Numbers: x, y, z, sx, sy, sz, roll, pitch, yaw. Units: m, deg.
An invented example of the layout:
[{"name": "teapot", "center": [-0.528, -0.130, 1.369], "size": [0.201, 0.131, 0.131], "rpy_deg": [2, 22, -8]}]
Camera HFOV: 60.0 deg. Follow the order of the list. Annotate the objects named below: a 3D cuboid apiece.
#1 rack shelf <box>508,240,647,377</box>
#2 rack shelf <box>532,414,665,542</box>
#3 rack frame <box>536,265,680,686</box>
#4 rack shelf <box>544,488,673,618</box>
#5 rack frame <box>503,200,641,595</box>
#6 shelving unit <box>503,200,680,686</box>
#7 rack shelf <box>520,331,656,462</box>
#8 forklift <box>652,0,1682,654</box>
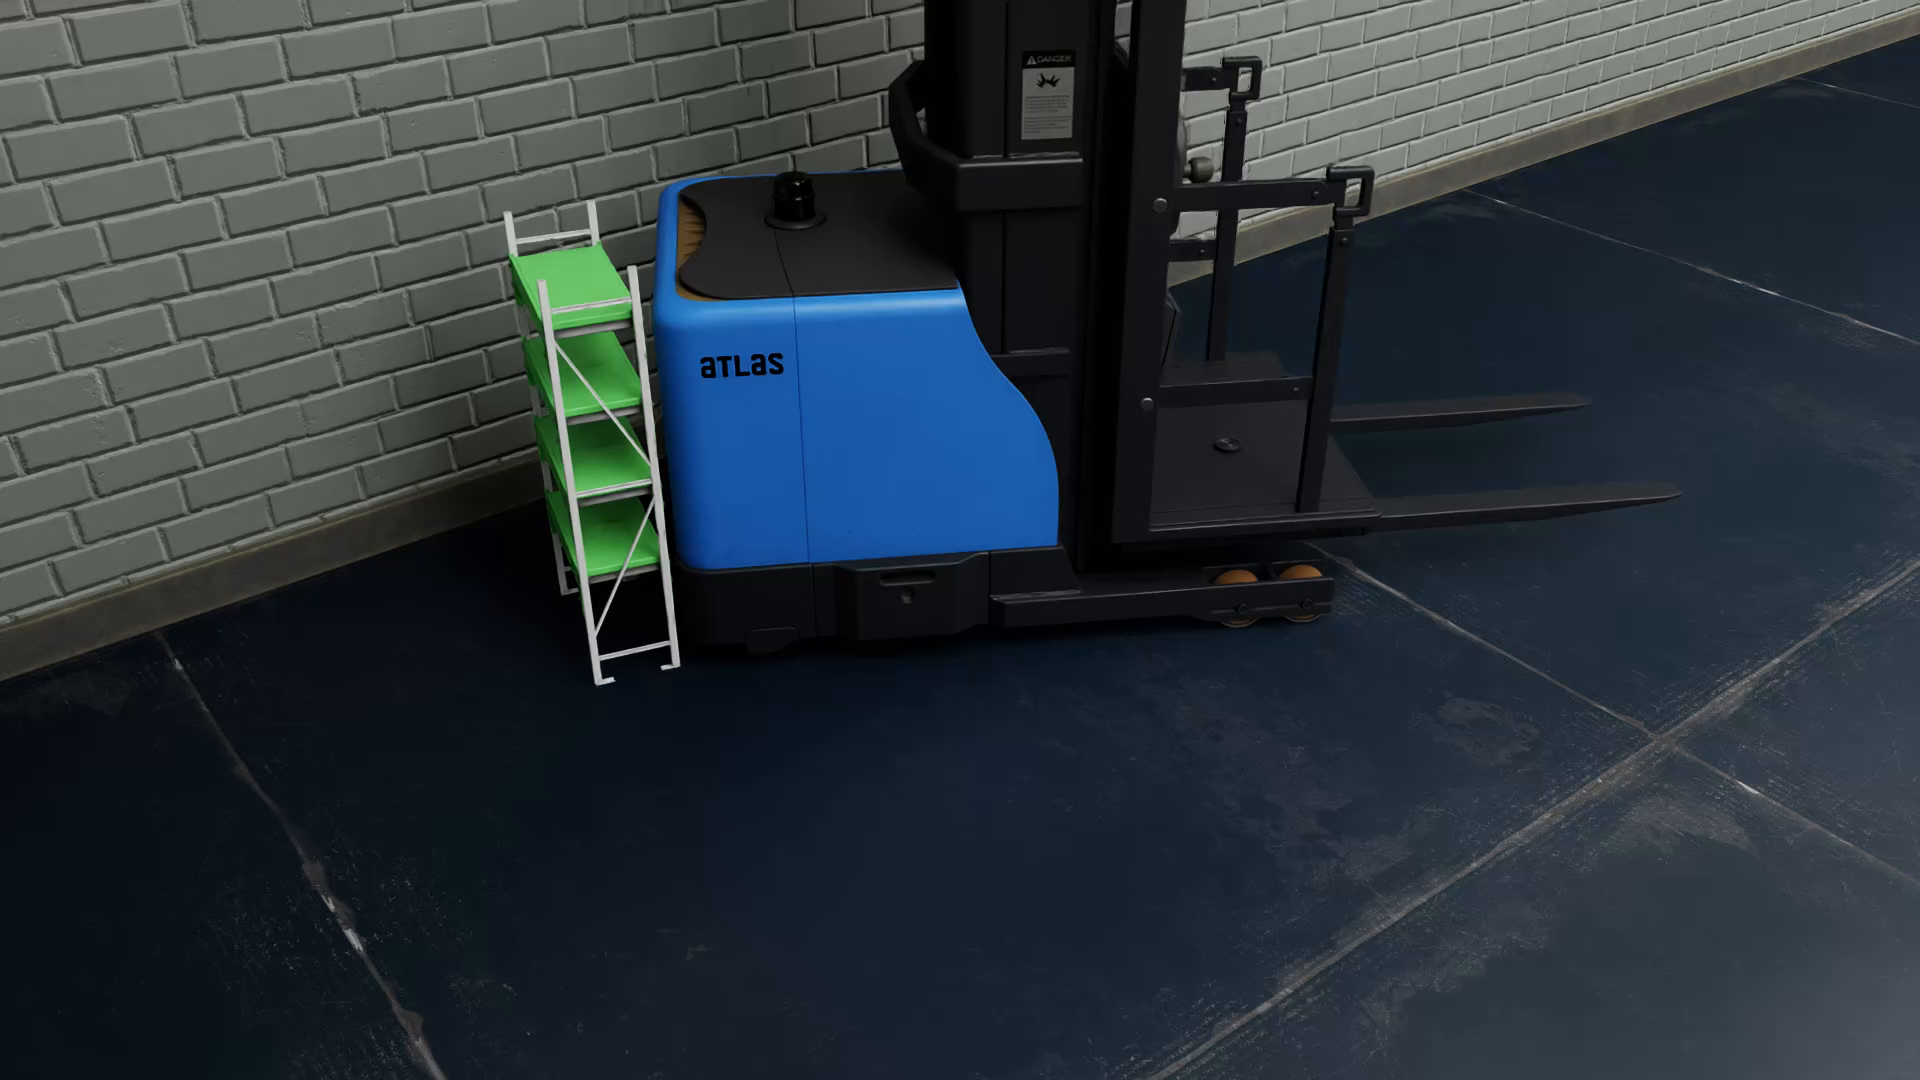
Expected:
[{"name": "rack shelf", "center": [-0.993, -0.606, 4.299], "size": [0.258, 0.148, 0.480], "rpy_deg": [-12, 34, -19]}, {"name": "rack shelf", "center": [-0.993, -0.198, 4.553], "size": [0.258, 0.148, 0.480], "rpy_deg": [-12, 34, -19]}, {"name": "rack frame", "center": [-0.900, -0.133, 4.327], "size": [0.240, 1.200, 0.015], "rpy_deg": [-12, 34, -19]}, {"name": "rack shelf", "center": [-0.993, 0.006, 4.679], "size": [0.258, 0.148, 0.480], "rpy_deg": [-12, 34, -19]}, {"name": "rack frame", "center": [-1.086, -0.371, 4.711], "size": [0.240, 1.200, 0.015], "rpy_deg": [-12, 34, -19]}, {"name": "shelving unit", "center": [-0.993, -0.252, 4.519], "size": [0.258, 1.200, 0.503], "rpy_deg": [-12, 34, -19]}, {"name": "rack shelf", "center": [-0.993, -0.402, 4.426], "size": [0.258, 0.148, 0.480], "rpy_deg": [-12, 34, -19]}, {"name": "forklift", "center": [0.653, -1.264, 4.507], "size": [3.031, 2.935, 1.130], "rpy_deg": [-4, 32, -6]}]
